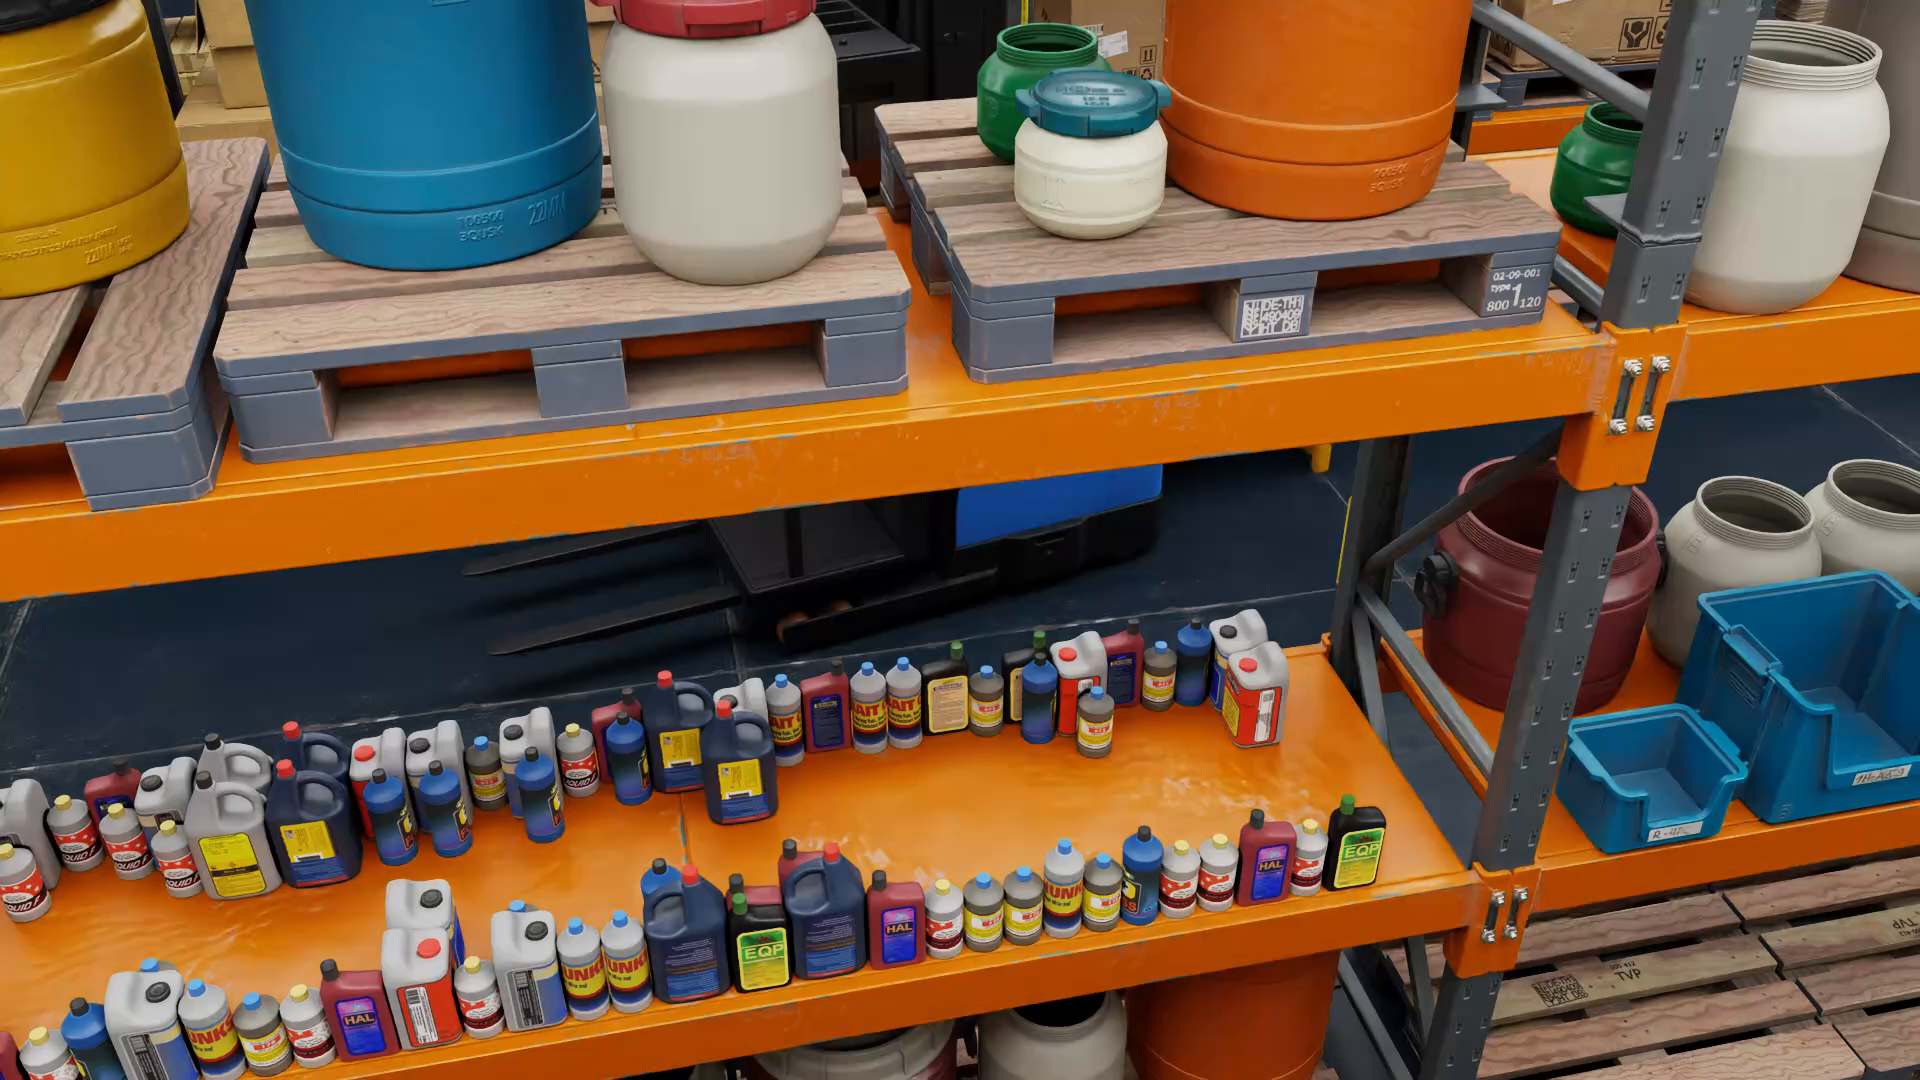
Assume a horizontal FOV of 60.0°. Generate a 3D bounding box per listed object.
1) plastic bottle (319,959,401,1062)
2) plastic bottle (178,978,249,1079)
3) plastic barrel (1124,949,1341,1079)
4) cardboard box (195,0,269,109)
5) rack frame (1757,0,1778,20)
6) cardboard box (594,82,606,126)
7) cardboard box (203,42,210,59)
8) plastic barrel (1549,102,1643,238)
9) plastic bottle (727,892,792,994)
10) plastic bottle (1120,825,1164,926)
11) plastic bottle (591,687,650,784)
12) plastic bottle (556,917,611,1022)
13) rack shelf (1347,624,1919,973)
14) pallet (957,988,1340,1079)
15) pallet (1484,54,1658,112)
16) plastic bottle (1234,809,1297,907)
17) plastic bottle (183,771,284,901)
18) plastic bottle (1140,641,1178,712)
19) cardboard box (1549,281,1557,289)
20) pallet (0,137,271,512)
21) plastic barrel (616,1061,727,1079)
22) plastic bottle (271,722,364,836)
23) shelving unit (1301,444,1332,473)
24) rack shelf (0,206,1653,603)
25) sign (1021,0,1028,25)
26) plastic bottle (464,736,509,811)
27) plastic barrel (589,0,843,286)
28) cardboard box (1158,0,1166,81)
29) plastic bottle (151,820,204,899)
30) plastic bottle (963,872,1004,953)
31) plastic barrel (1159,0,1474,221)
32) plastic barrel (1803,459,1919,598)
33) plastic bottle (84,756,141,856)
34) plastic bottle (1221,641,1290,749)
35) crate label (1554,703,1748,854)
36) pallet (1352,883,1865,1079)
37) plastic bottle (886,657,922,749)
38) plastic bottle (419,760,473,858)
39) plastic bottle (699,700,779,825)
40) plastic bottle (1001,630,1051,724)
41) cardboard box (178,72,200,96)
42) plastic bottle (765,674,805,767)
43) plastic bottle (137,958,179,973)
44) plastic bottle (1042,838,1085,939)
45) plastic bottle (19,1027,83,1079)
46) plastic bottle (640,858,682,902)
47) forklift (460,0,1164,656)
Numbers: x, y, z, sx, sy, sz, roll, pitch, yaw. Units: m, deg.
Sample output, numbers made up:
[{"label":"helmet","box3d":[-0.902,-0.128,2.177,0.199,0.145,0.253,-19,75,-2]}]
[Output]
[{"label":"plastic bottle","box3d":[-1.317,1.021,3.641,0.133,0.283,0.061,-7,35,-11]},{"label":"plastic bottle","box3d":[-1.623,1.054,3.603,0.097,0.271,0.097,0,34,0]},{"label":"plastic barrel","box3d":[0.793,1.199,4.842,0.708,0.830,0.600,-7,35,-11]},{"label":"cardboard box","box3d":[-3.106,-2.338,7.552,0.637,0.503,0.797,-8,35,-12]},{"label":"rack frame","box3d":[4.076,-2.780,9.201,0.127,3.000,1.000,-7,35,-11]},{"label":"cardboard box","box3d":[-1.742,-1.949,7.873,0.500,0.500,0.500,-7,34,-10]},{"label":"cardboard box","box3d":[-5.253,-3.505,11.928,0.250,0.149,0.380,-7,34,-10]},{"label":"plastic barrel","box3d":[1.496,-0.836,3.751,0.294,0.245,0.294,0,34,0]},{"label":"plastic bottle","box3d":[-0.459,0.913,3.802,0.133,0.283,0.061,-7,35,-11]},{"label":"plastic bottle","box3d":[0.435,0.795,3.989,0.097,0.271,0.097,0,34,0]},{"label":"plastic bottle","box3d":[-0.900,0.514,4.397,0.133,0.283,0.061,-7,35,-11]},{"label":"plastic bottle","box3d":[-0.851,0.957,3.748,0.097,0.271,0.097,0,34,0]},{"label":"rack shelf","box3d":[3.217,0.456,5.024,4.000,0.370,1.077,-7,35,-11]},{"label":"pallet","box3d":[0.507,1.681,5.056,1.213,0.211,1.003,-7,35,-11]},{"label":"pallet","box3d":[3.298,-2.686,9.233,1.213,0.211,1.003,-7,35,-11]},{"label":"plastic bottle","box3d":[0.741,0.762,4.028,0.133,0.283,0.061,-7,35,-11]},{"label":"plastic bottle","box3d":[-1.779,0.703,4.055,0.185,0.351,0.144,-7,35,-11]},{"label":"plastic bottle","box3d":[0.559,0.375,4.678,0.097,0.201,0.097,0,34,0]},{"label":"cardboard box","box3d":[3.472,-1.861,9.680,0.500,0.500,0.700,-10,35,-14]},{"label":"pallet","box3d":[-1.892,-0.422,3.164,1.003,0.211,1.213,-7,35,-11]},{"label":"plastic barrel","box3d":[-0.839,1.588,4.547,0.421,0.512,0.421,0,34,0]},{"label":"plastic bottle","box3d":[-1.630,0.602,4.205,0.185,0.351,0.144,-7,35,-11]},{"label":"shelving unit","box3d":[1.228,-0.994,7.886,1.083,1.500,0.587,-14,36,-20]},{"label":"rack shelf","box3d":[-0.684,-0.298,3.455,4.000,0.370,1.077,-7,35,-11]},{"label":"sign","box3d":[0.300,-2.468,7.697,0.005,0.325,0.100,-7,35,-11]},{"label":"plastic bottle","box3d":[-1.235,0.601,4.341,0.097,0.201,0.097,0,34,0]},{"label":"plastic barrel","box3d":[-0.429,-0.773,3.020,0.433,0.535,0.433,0,34,0]},{"label":"cardboard box","box3d":[1.214,-2.716,8.638,0.500,0.500,0.700,-2,34,-3]},{"label":"plastic bottle","box3d":[-1.920,0.774,4.083,0.097,0.201,0.097,0,34,0]},{"label":"plastic bottle","box3d":[0.055,0.872,3.937,0.097,0.201,0.097,0,34,0]},{"label":"plastic barrel","box3d":[0.712,-1.127,3.283,0.708,0.830,0.600,-7,35,-11]},{"label":"plastic barrel","box3d":[2.634,0.062,4.865,0.421,0.512,0.421,0,34,0]},{"label":"plastic bottle","box3d":[-2.106,0.666,4.170,0.133,0.283,0.061,-7,35,-11]},{"label":"plastic bottle","box3d":[0.807,0.415,4.551,0.135,0.276,0.152,-7,35,-11]},{"label":"crate label","box3d":[1.760,0.625,4.277,0.416,0.233,0.303,-7,35,-11]},{"label":"pallet","box3d":[2.031,1.487,5.345,1.213,0.211,1.003,-7,35,-11]},{"label":"plastic bottle","box3d":[-0.152,0.435,4.525,0.097,0.271,0.097,0,34,0]},{"label":"plastic bottle","box3d":[-1.297,0.666,4.181,0.097,0.271,0.097,0,34,0]},{"label":"plastic bottle","box3d":[-0.571,0.555,4.275,0.185,0.351,0.144,-7,35,-11]},{"label":"plastic bottle","box3d":[0.181,0.378,4.600,0.133,0.283,0.061,-7,35,-11]},{"label":"cardboard box","box3d":[-5.479,-3.325,11.928,0.250,0.149,0.380,-8,35,-12]},{"label":"plastic bottle","box3d":[-0.472,0.475,4.465,0.097,0.271,0.097,0,34,0]},{"label":"plastic bottle","box3d":[-1.788,1.017,3.721,0.097,0.201,0.097,0,34,0]},{"label":"plastic bottle","box3d":[0.245,0.819,3.954,0.097,0.271,0.097,0,34,0]},{"label":"plastic bottle","box3d":[-1.944,1.124,3.562,0.097,0.201,0.097,0,34,0]},{"label":"plastic bottle","box3d":[-0.693,0.855,3.900,0.097,0.271,0.097,0,34,0]},{"label":"forklift","box3d":[-0.637,-1.083,6.734,3.031,2.935,1.130,-14,36,-20]}]
